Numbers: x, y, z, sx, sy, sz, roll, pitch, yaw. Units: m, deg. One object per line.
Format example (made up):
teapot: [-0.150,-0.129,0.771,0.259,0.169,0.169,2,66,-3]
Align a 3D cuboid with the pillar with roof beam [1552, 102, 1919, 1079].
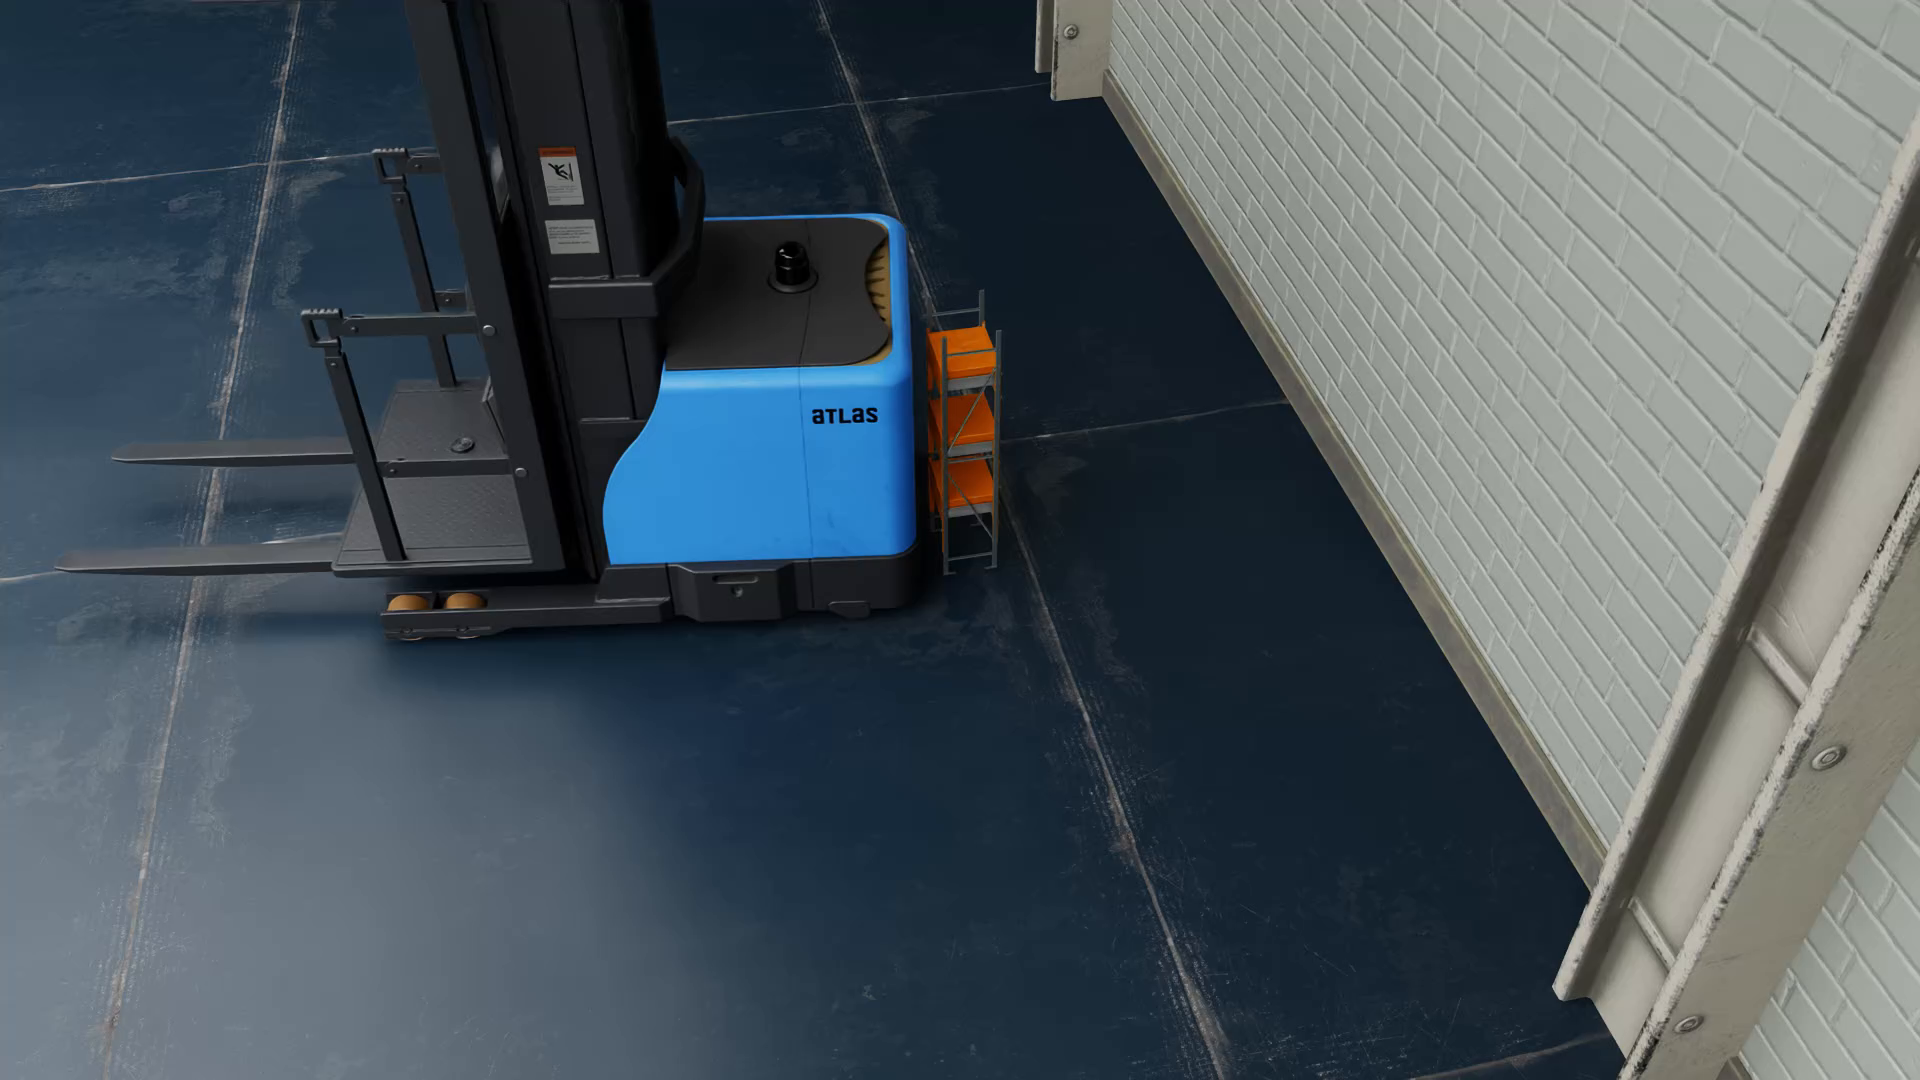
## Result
pillar with roof beam: [-2.303,-1.358,1.002,9.100,9.000,0.400,-8,42,-9]

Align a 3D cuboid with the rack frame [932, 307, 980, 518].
rack frame: [-0.015,-0.437,5.951,0.190,0.915,0.003,-8,42,-9]

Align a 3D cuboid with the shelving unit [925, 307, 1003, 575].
shelving unit: [0.012,-0.357,5.862,0.215,1.050,0.249,-8,42,-9]

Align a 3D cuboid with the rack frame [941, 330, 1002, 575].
rack frame: [0.038,-0.279,5.773,0.200,1.050,0.008,-8,42,-9]

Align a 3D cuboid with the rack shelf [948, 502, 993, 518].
rack shelf: [0.012,-0.180,6.021,0.166,0.050,0.221,-8,42,-9]

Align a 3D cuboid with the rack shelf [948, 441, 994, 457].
rack shelf: [0.012,-0.387,5.836,0.166,0.050,0.221,-8,42,-9]

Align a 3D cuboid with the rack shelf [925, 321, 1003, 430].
rack shelf: [0.012,-0.562,5.681,0.215,0.259,0.240,-8,42,-9]
